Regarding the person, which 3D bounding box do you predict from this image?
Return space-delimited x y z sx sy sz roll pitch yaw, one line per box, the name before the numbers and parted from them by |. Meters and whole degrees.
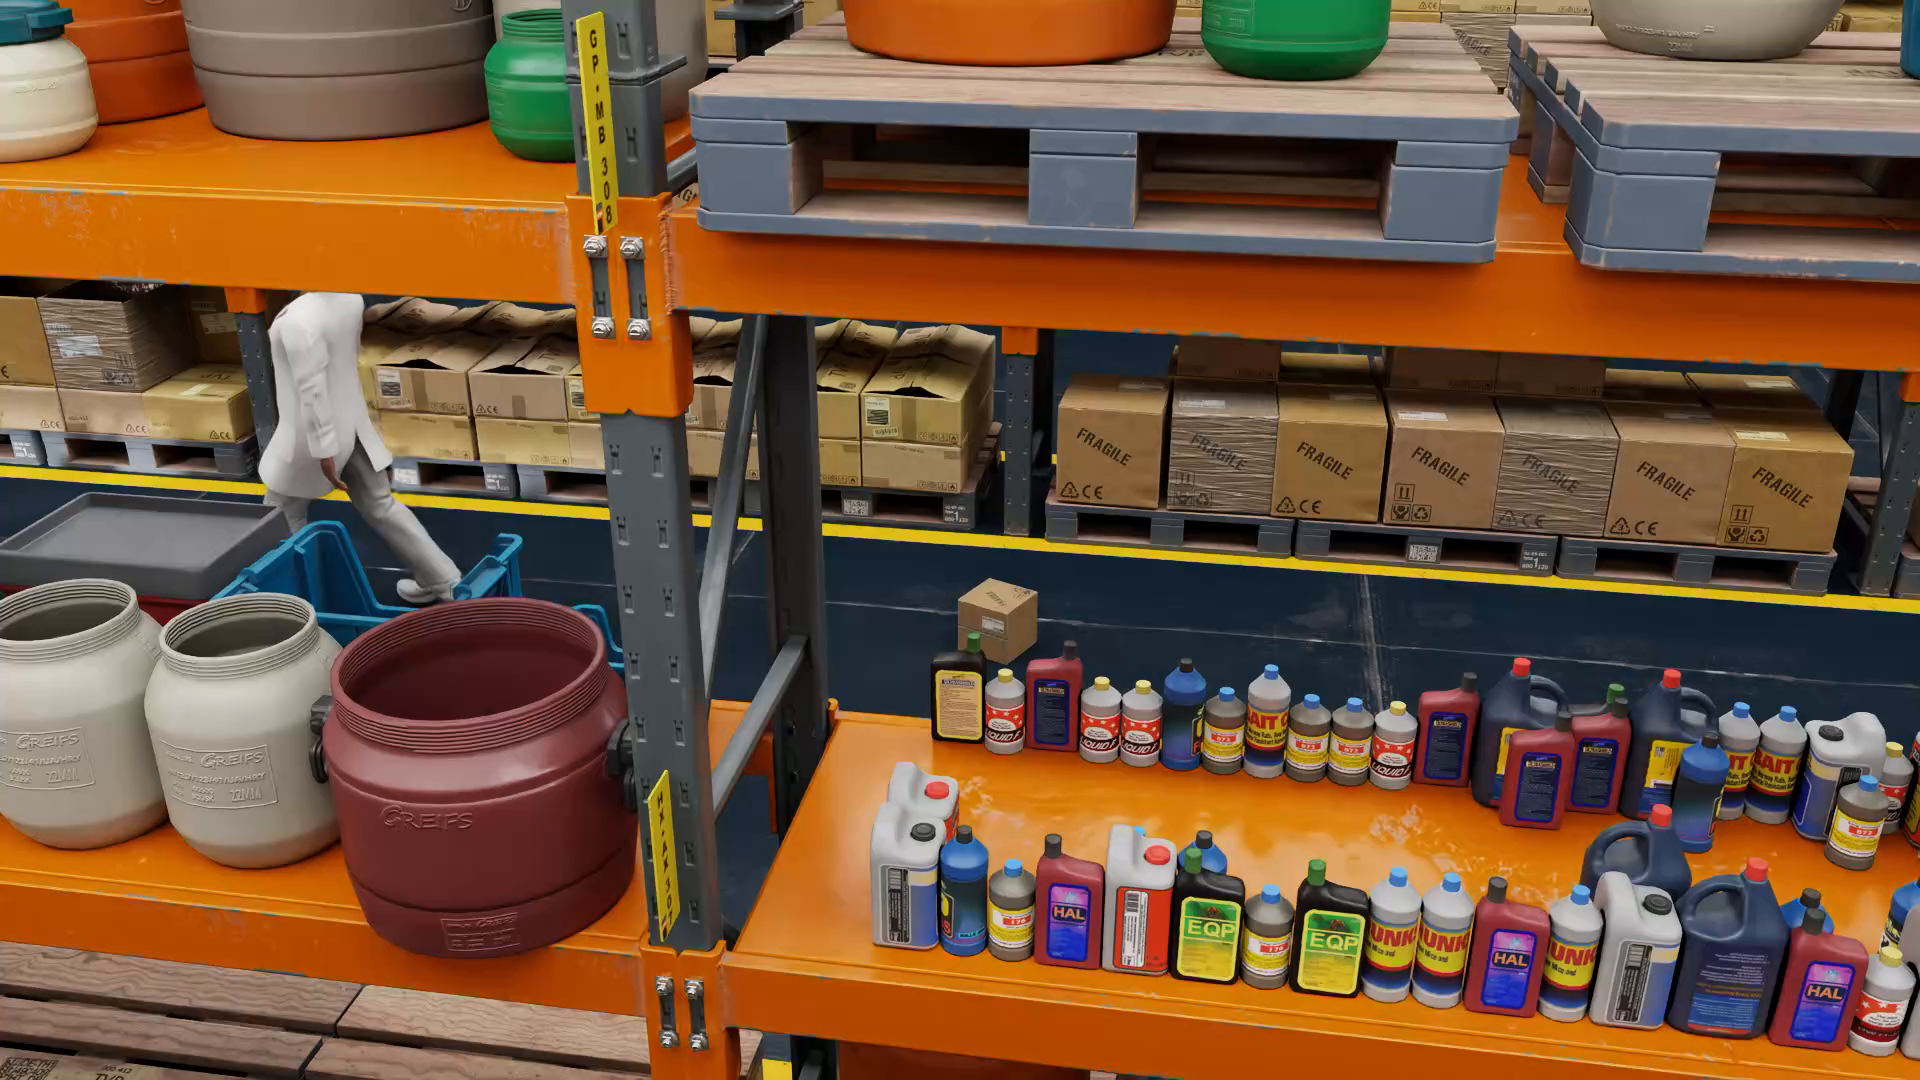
person | -2.751 -0.481 7.177 1.102 1.731 0.573 6 25 13
